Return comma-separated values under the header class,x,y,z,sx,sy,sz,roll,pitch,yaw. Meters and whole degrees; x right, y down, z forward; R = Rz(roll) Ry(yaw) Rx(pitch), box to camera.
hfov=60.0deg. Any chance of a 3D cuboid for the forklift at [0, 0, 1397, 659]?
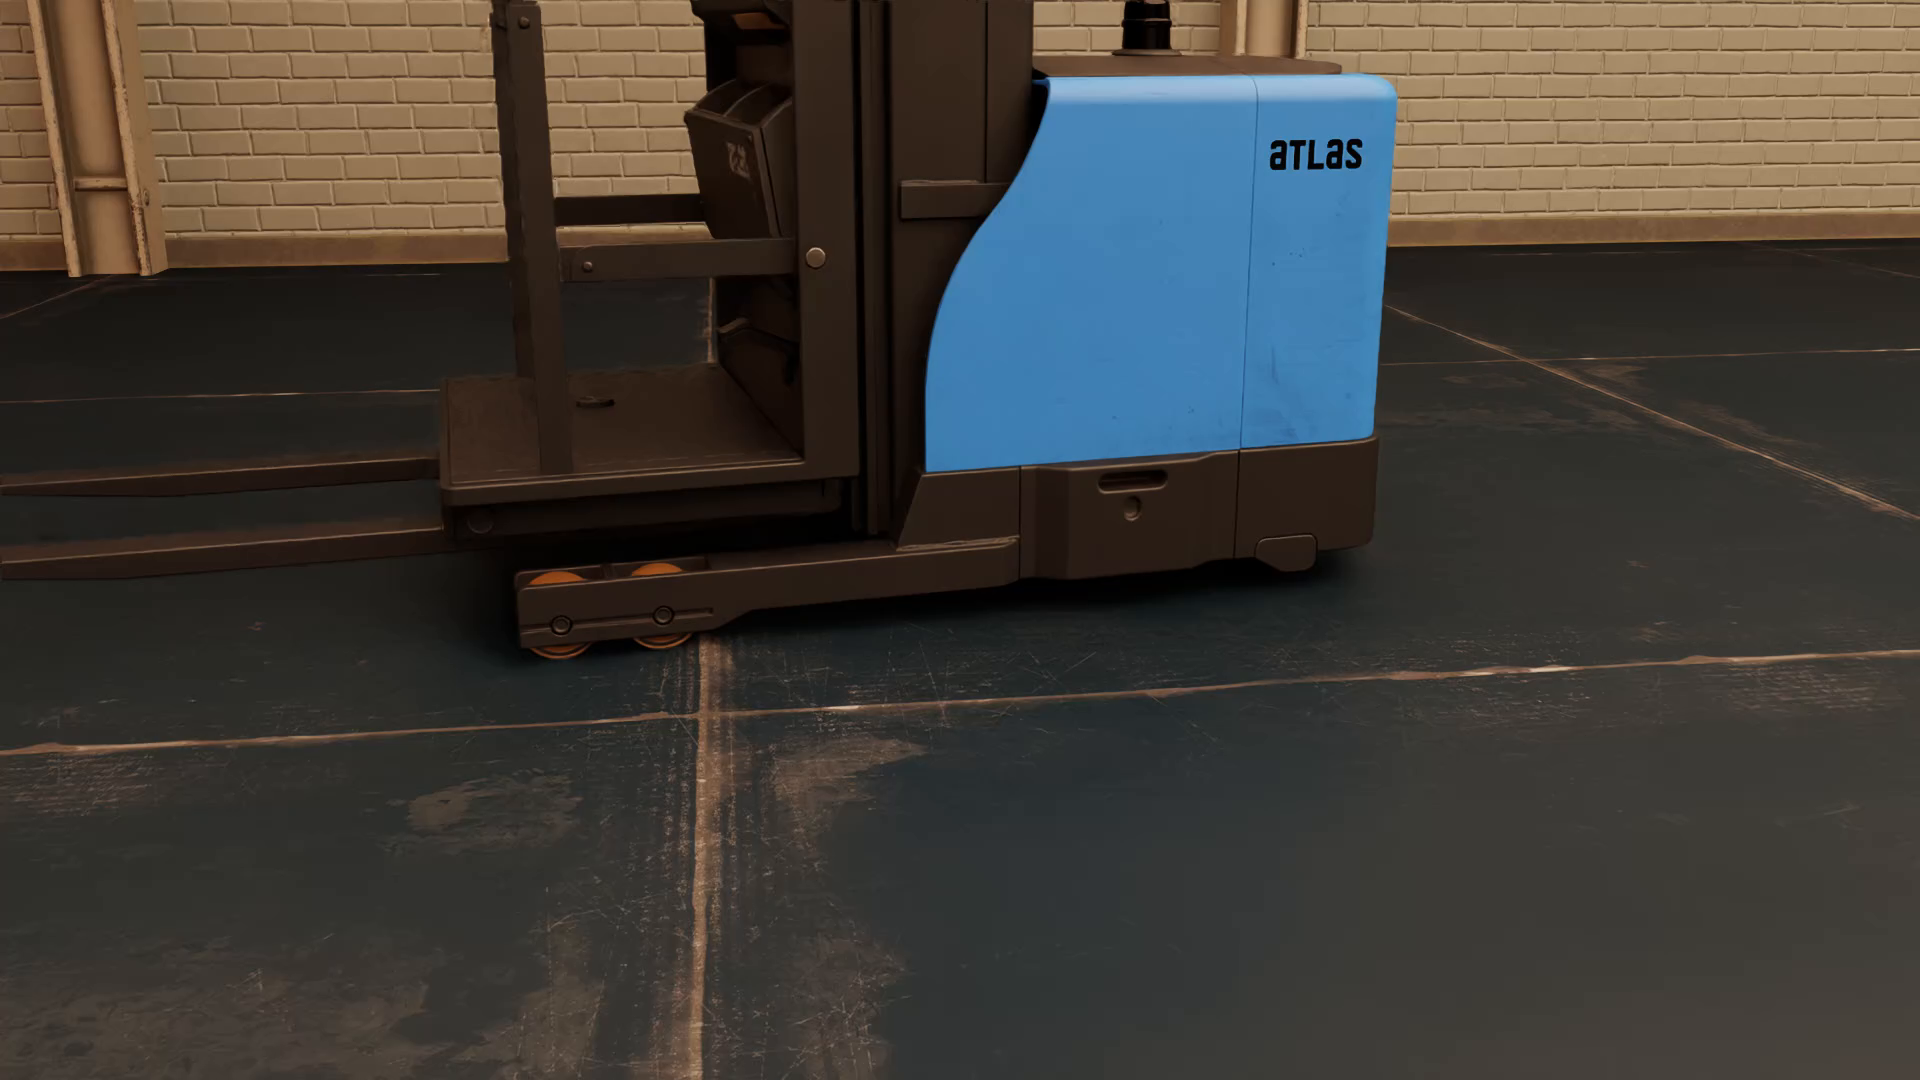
class,x,y,z,sx,sy,sz,roll,pitch,yaw
forklift,-0.650,-1.343,3.344,3.031,2.935,1.130,-5,17,-16
